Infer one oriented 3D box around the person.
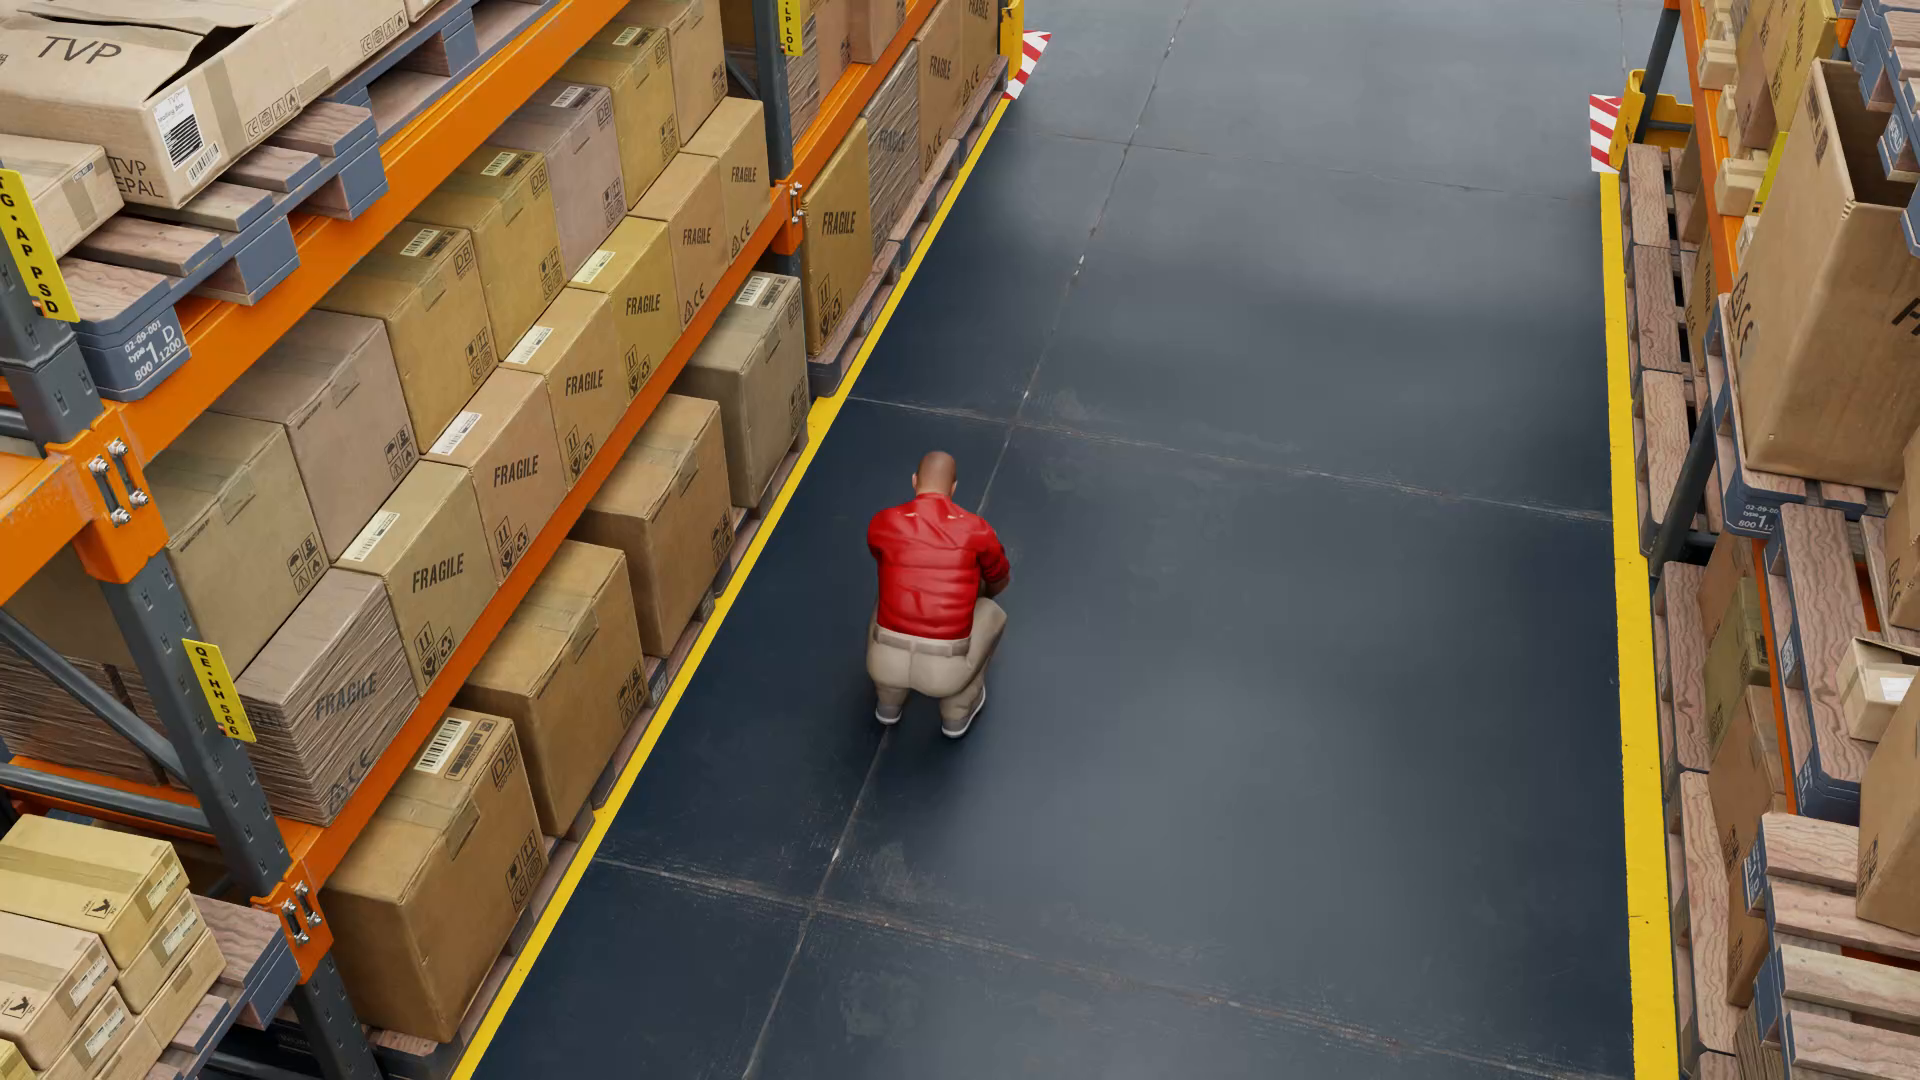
[{"bbox_3d":[-0.097,0.216,6.562,0.562,0.902,0.820,10,42,11],"label":"person"}]
